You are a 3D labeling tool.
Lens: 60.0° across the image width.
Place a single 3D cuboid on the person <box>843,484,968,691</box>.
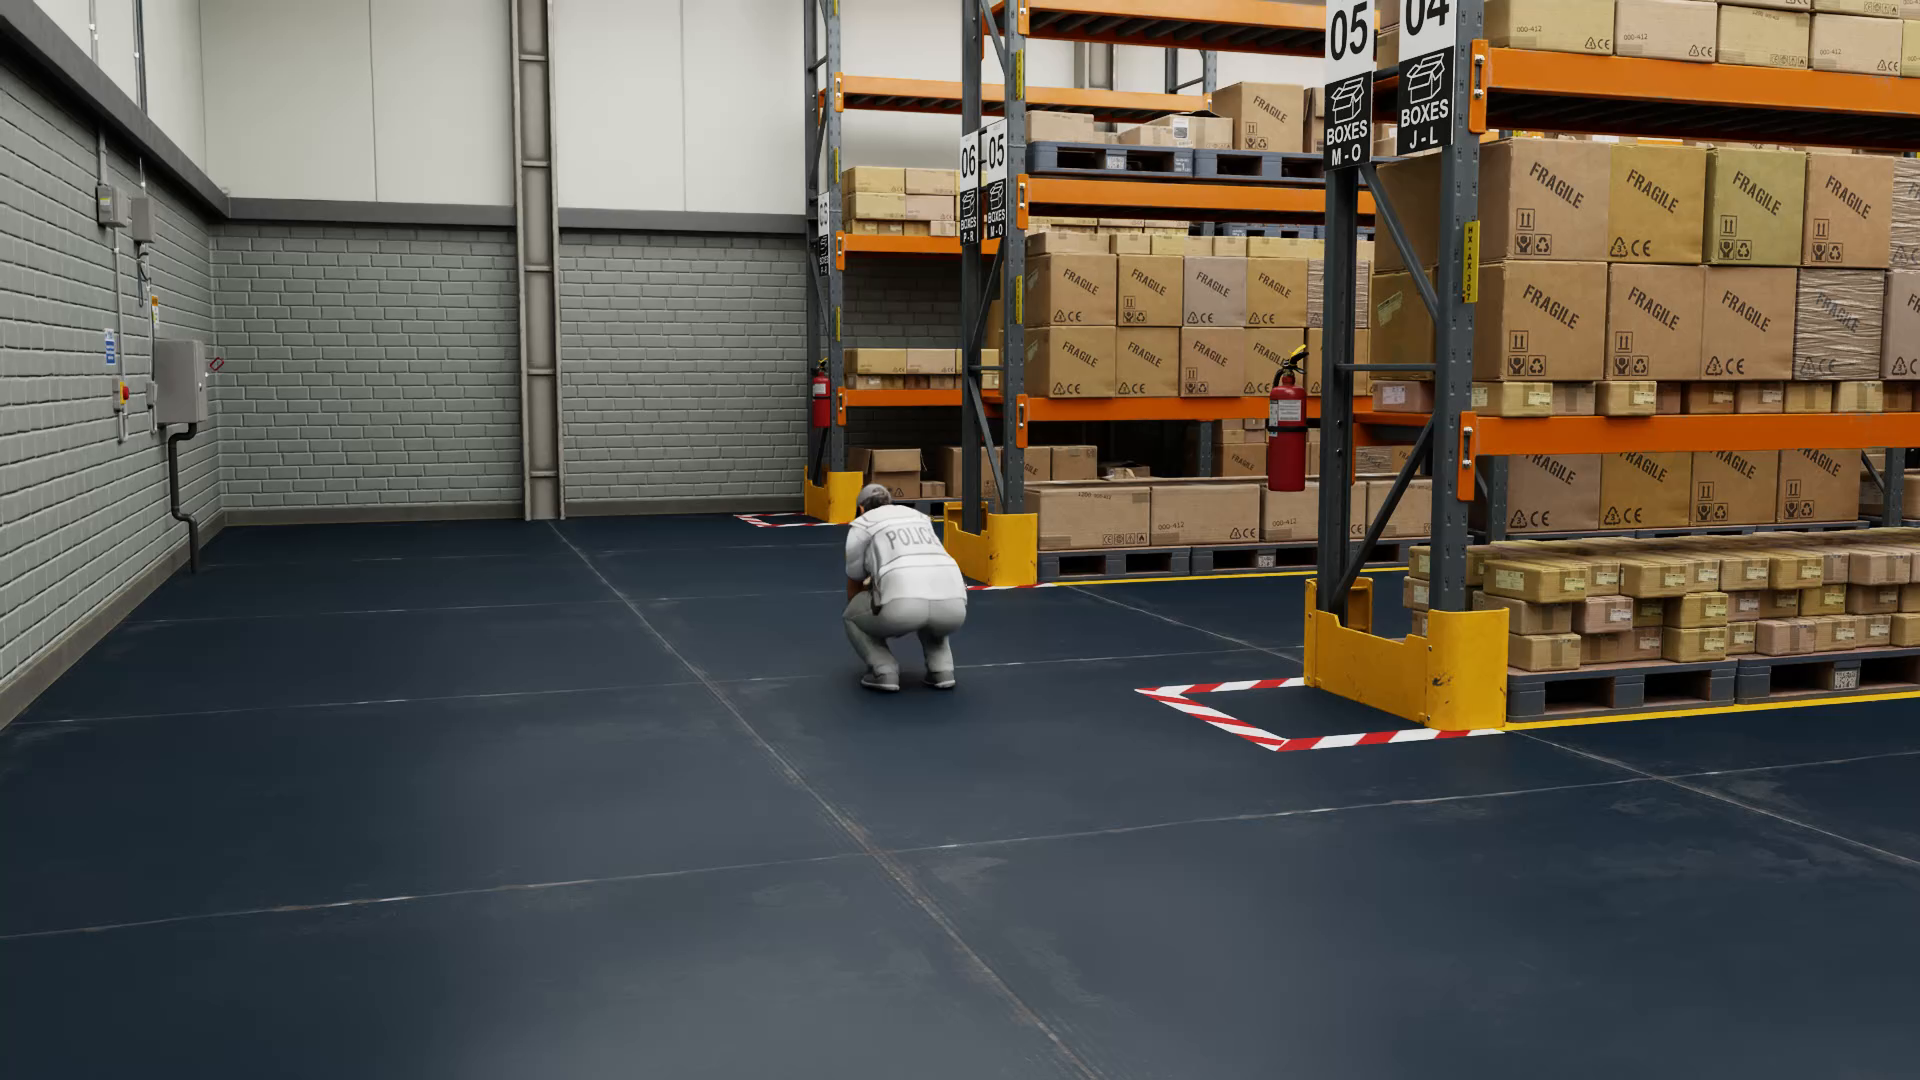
[{"bbox_3d":[-0.286,0.222,7.973,0.517,0.953,0.865,-2,6,-20],"label":"person"}]
